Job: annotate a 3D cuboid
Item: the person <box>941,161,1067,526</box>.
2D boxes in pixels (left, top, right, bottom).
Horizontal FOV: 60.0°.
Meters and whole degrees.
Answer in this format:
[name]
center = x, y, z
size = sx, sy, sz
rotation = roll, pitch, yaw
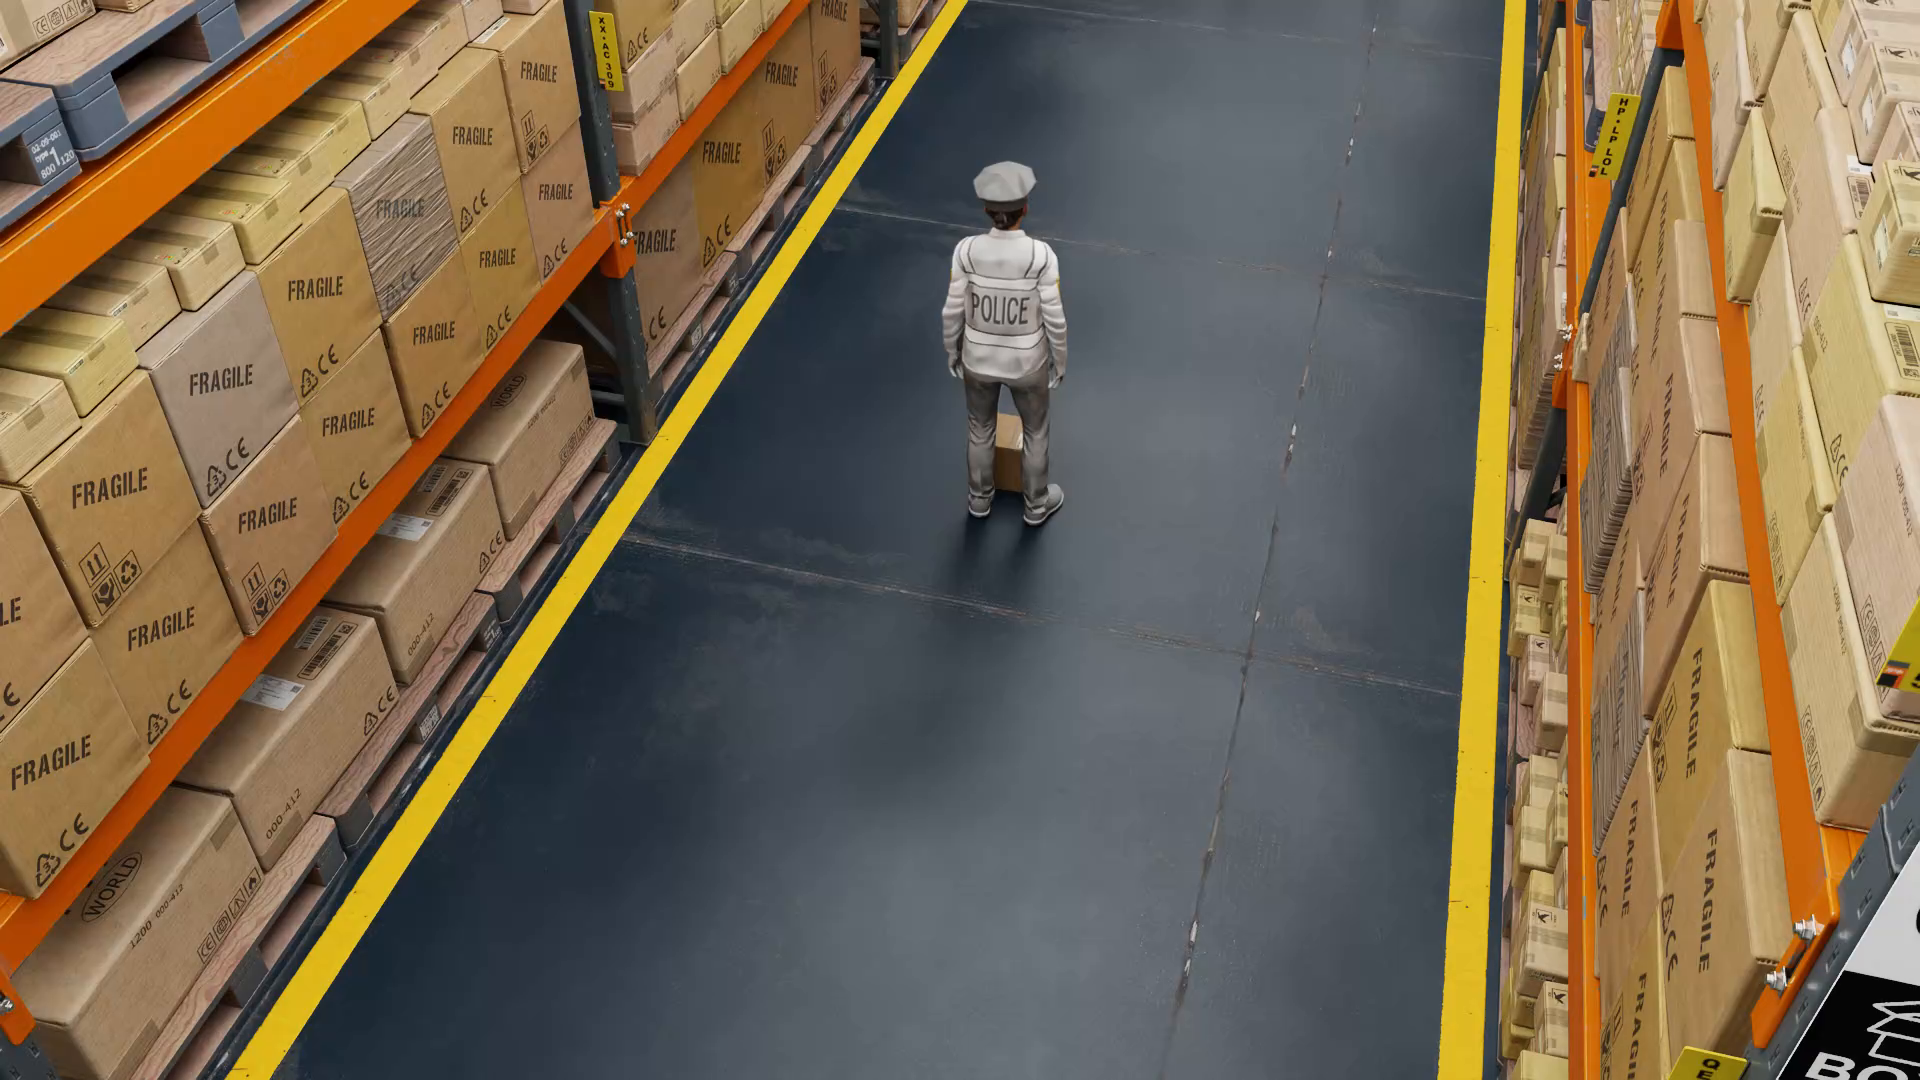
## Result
[person]
center = 0.193, -0.774, 7.038
size = 0.533, 1.662, 0.374
rotation = 8, 42, 9
